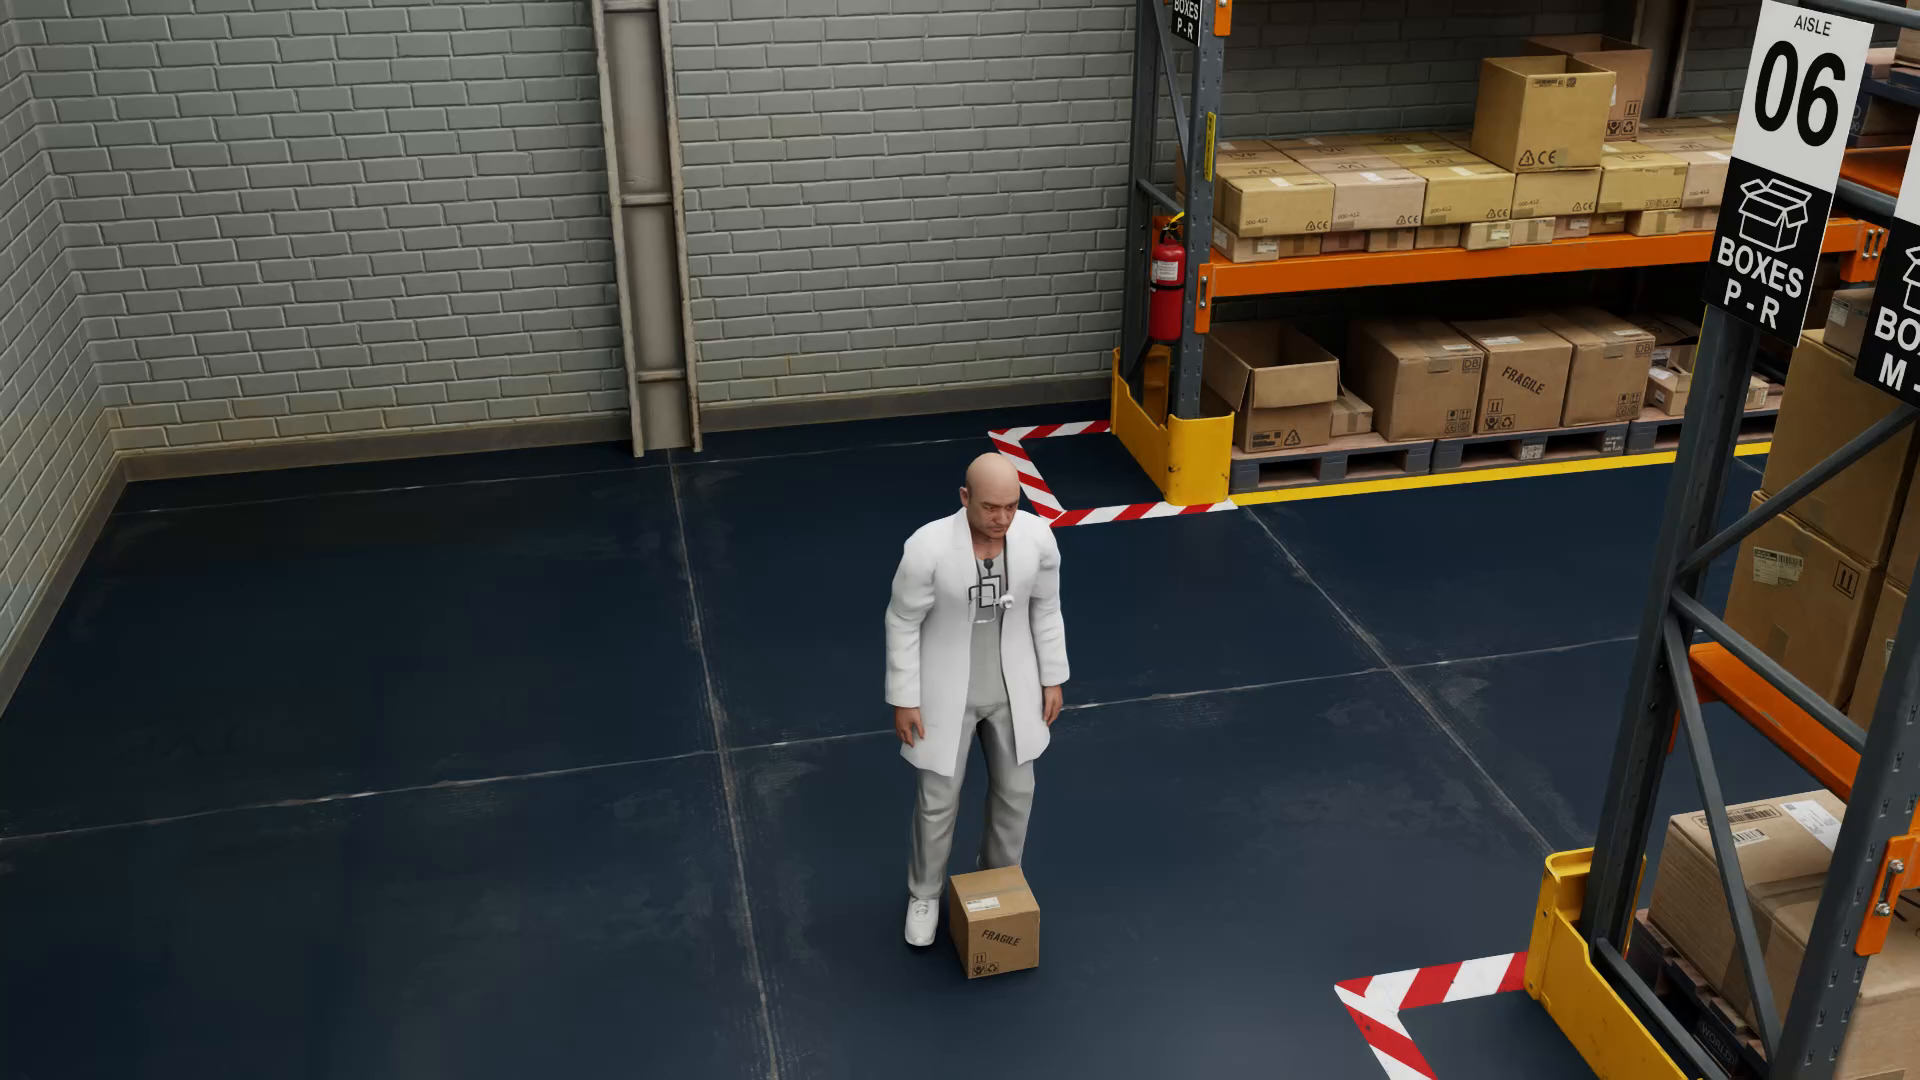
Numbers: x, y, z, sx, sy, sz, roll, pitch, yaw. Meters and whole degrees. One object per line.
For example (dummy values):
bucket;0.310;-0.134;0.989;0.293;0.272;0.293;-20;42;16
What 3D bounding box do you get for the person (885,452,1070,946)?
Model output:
person;0.064;0.517;5.592;0.645;1.772;0.429;-7;27;-15
